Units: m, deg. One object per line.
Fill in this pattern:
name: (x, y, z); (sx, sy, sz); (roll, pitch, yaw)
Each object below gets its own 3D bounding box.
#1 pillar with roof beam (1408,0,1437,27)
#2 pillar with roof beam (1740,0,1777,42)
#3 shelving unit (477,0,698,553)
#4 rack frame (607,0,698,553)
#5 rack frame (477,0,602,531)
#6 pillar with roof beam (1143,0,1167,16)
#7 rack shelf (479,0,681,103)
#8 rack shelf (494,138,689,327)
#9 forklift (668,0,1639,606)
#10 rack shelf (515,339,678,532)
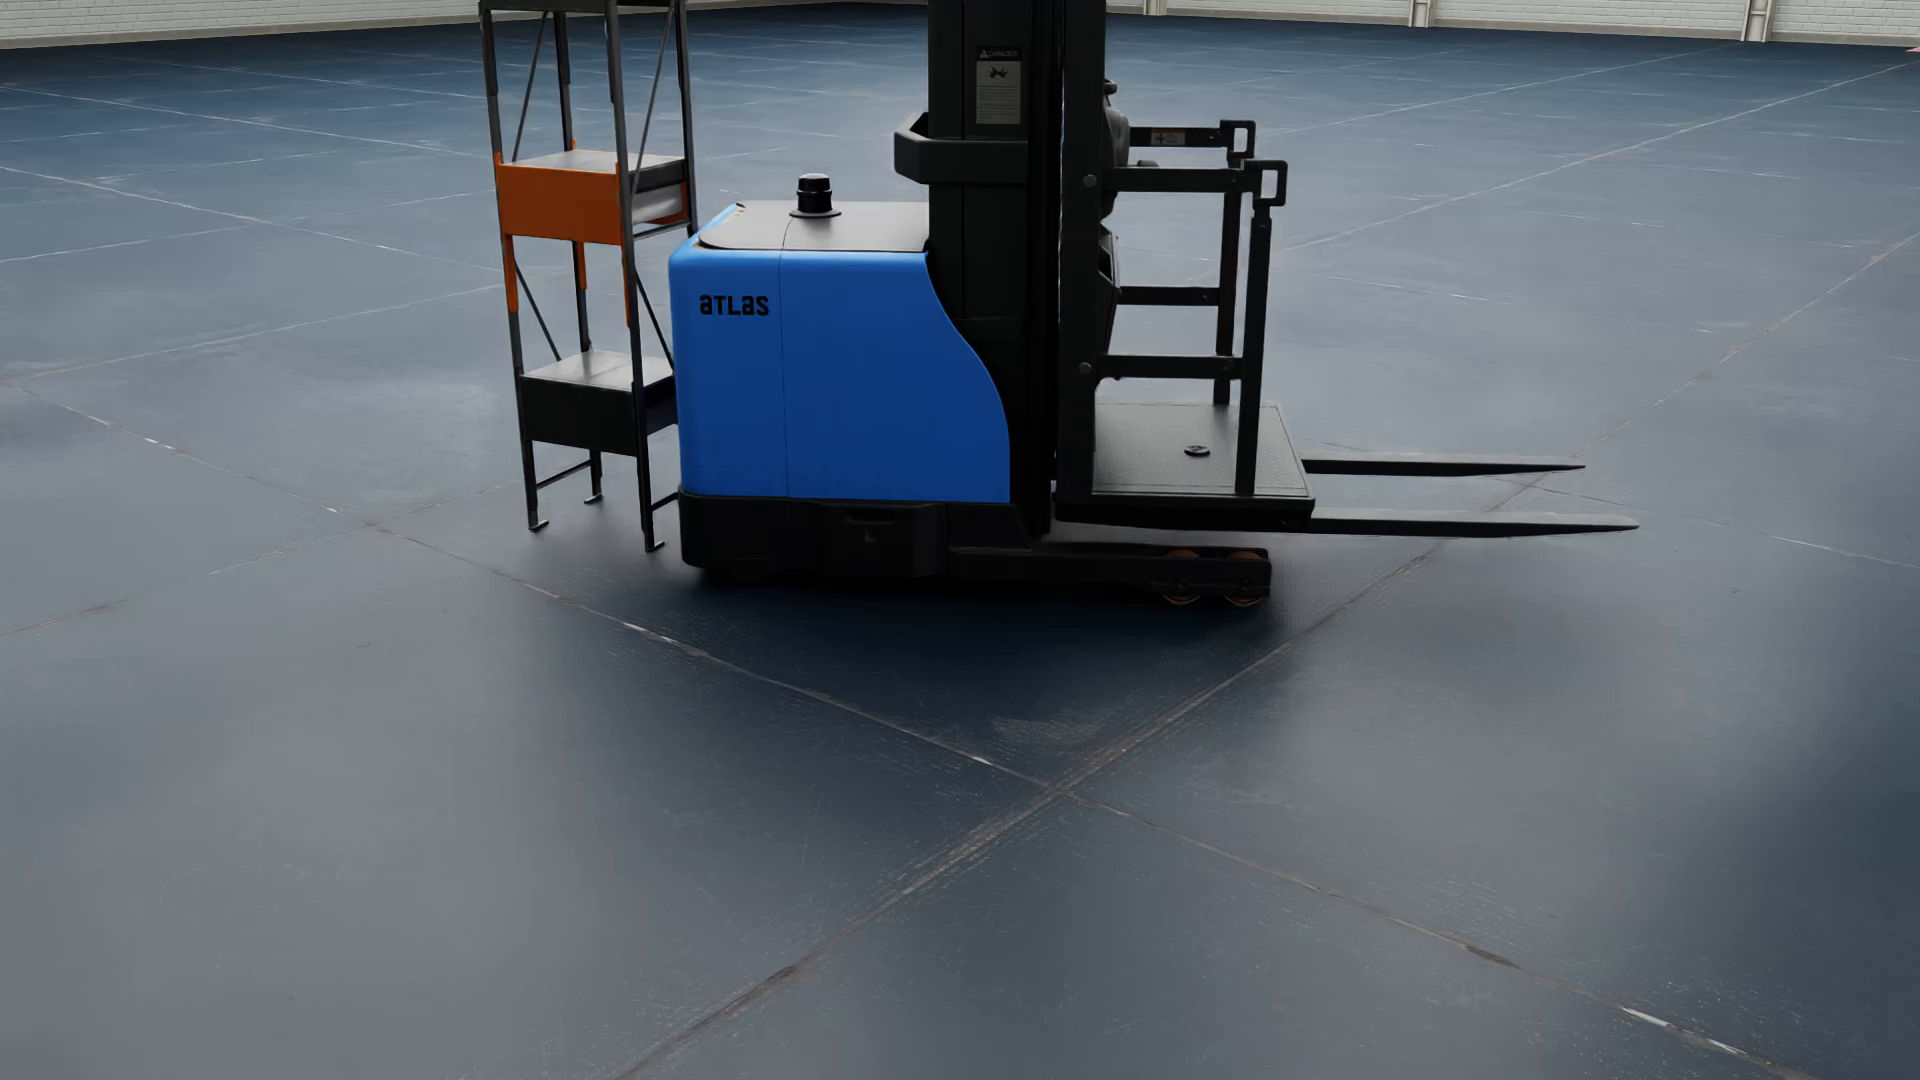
pillar with roof beam: (6.053, -12.799, 26.910); (0.400, 9.000, 9.100); (16, 26, 36)
pillar with roof beam: (10.701, -11.460, 23.360); (0.400, 9.000, 9.100); (16, 26, 36)
shelving unit: (-1.191, -1.040, 5.499); (0.503, 2.100, 0.431); (10, 23, 23)
rack frame: (-0.970, -1.002, 5.403); (0.015, 2.100, 0.400); (10, 23, 23)
rack frame: (-1.412, -1.077, 5.596); (0.015, 2.100, 0.400); (10, 23, 23)
pillar with roof beam: (1.404, -14.137, 30.460); (0.400, 9.000, 9.100); (16, 26, 36)
rack shelf: (-1.190, -1.680, 5.254); (0.480, 0.518, 0.431); (10, 23, 23)
rack shelf: (-1.191, -1.027, 5.504); (0.480, 0.518, 0.431); (10, 23, 23)
forklift: (0.643, -1.361, 5.180); (3.031, 2.935, 1.130); (1, 21, 4)
rack shelf: (-1.191, -0.373, 5.755); (0.480, 0.518, 0.431); (10, 23, 23)
